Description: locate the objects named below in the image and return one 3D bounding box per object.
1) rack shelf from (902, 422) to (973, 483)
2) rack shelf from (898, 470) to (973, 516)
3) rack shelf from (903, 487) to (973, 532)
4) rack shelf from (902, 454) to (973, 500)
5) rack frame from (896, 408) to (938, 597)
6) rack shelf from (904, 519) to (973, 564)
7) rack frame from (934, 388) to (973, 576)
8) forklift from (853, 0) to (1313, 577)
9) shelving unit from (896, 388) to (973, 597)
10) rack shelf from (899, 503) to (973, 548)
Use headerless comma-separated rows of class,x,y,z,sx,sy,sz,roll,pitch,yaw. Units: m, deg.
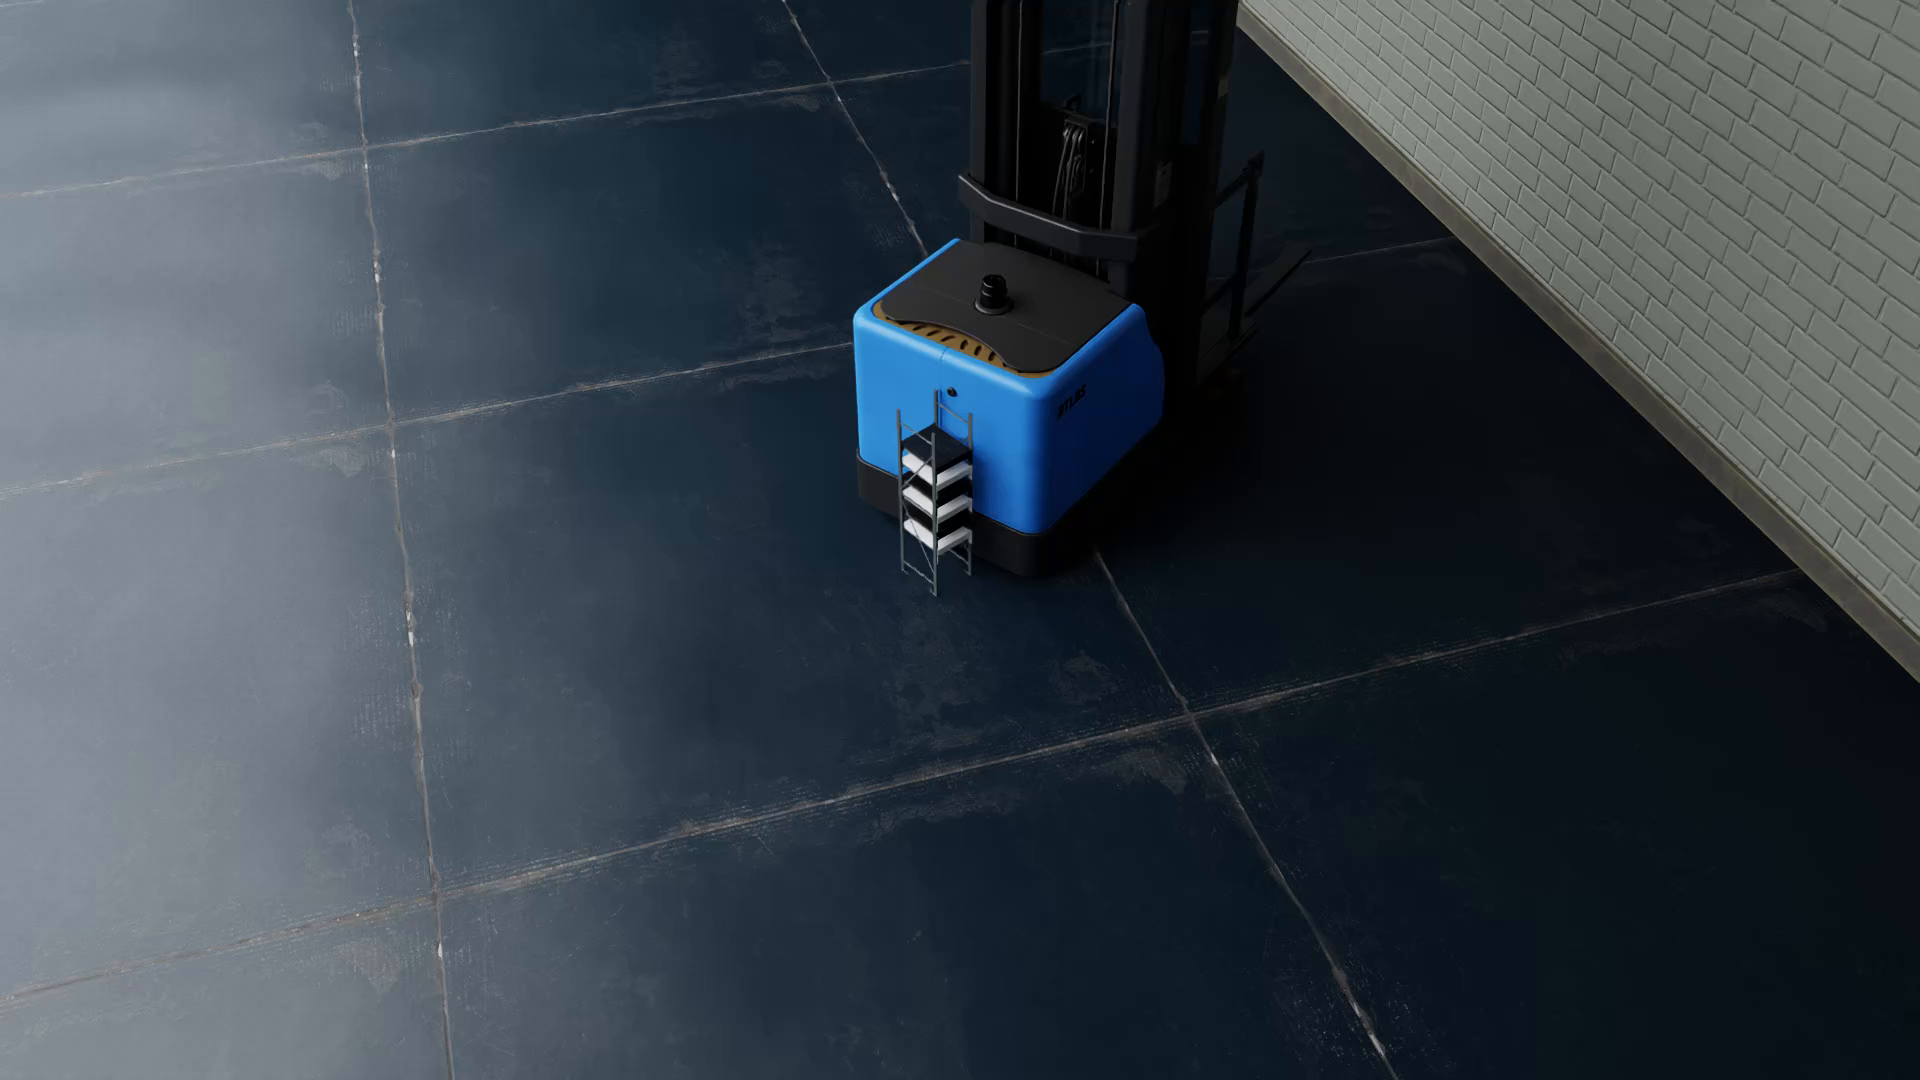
rack shelf,-0.104,-0.369,6.978,0.200,0.077,0.258,-31,50,-30
rack shelf,-0.104,-0.233,7.096,0.200,0.077,0.258,-31,50,-30
rack shelf,-0.104,-0.166,7.156,0.200,0.077,0.258,-31,50,-30
rack shelf,-0.104,-0.301,7.037,0.200,0.077,0.258,-31,50,-30
rack frame,-0.180,-0.146,7.083,0.006,0.900,0.240,-31,50,-30
rack shelf,-0.104,-0.030,7.274,0.200,0.077,0.258,-31,50,-30
rack frame,-0.029,-0.235,7.185,0.006,0.900,0.240,-31,50,-30
forklift,0.787,-1.870,7.512,1.130,2.935,3.031,25,47,26
shelving unit,-0.104,-0.191,7.134,0.210,0.900,0.258,-31,50,-30
rack shelf,-0.104,-0.098,7.215,0.200,0.077,0.258,-31,50,-30
